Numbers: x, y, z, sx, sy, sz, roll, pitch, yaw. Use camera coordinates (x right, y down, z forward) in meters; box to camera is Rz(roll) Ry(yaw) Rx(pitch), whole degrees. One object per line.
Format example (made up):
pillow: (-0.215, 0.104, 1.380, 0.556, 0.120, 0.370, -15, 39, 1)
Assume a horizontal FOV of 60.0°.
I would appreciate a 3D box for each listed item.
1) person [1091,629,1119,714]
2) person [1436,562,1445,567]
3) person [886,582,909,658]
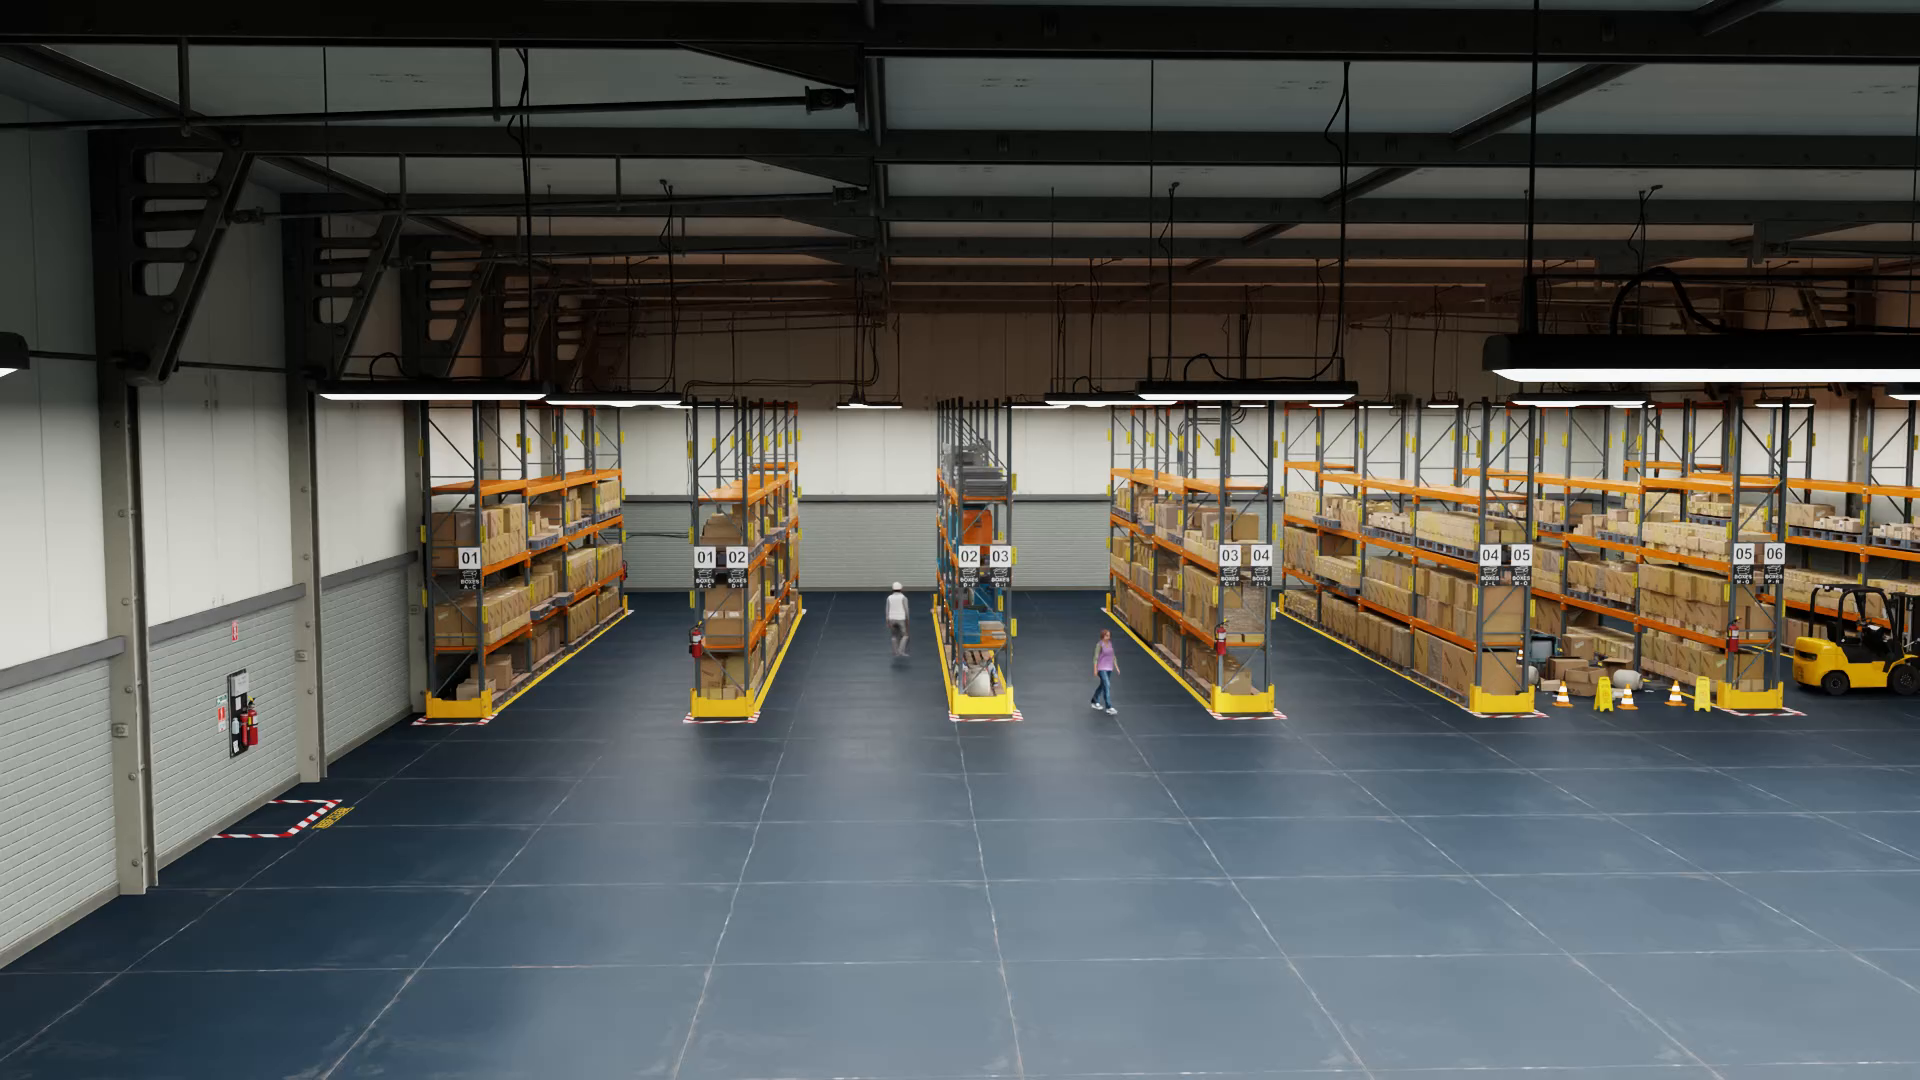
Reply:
person: (2.783, 2.481, 31.667, 0.807, 1.566, 0.451, 4, 6, 42)
person: (13.093, 1.334, 45.117, 0.552, 1.760, 0.515, -4, 6, -40)
person: (-1.456, 1.862, 38.617, 0.571, 1.771, 0.514, 2, 5, 19)
